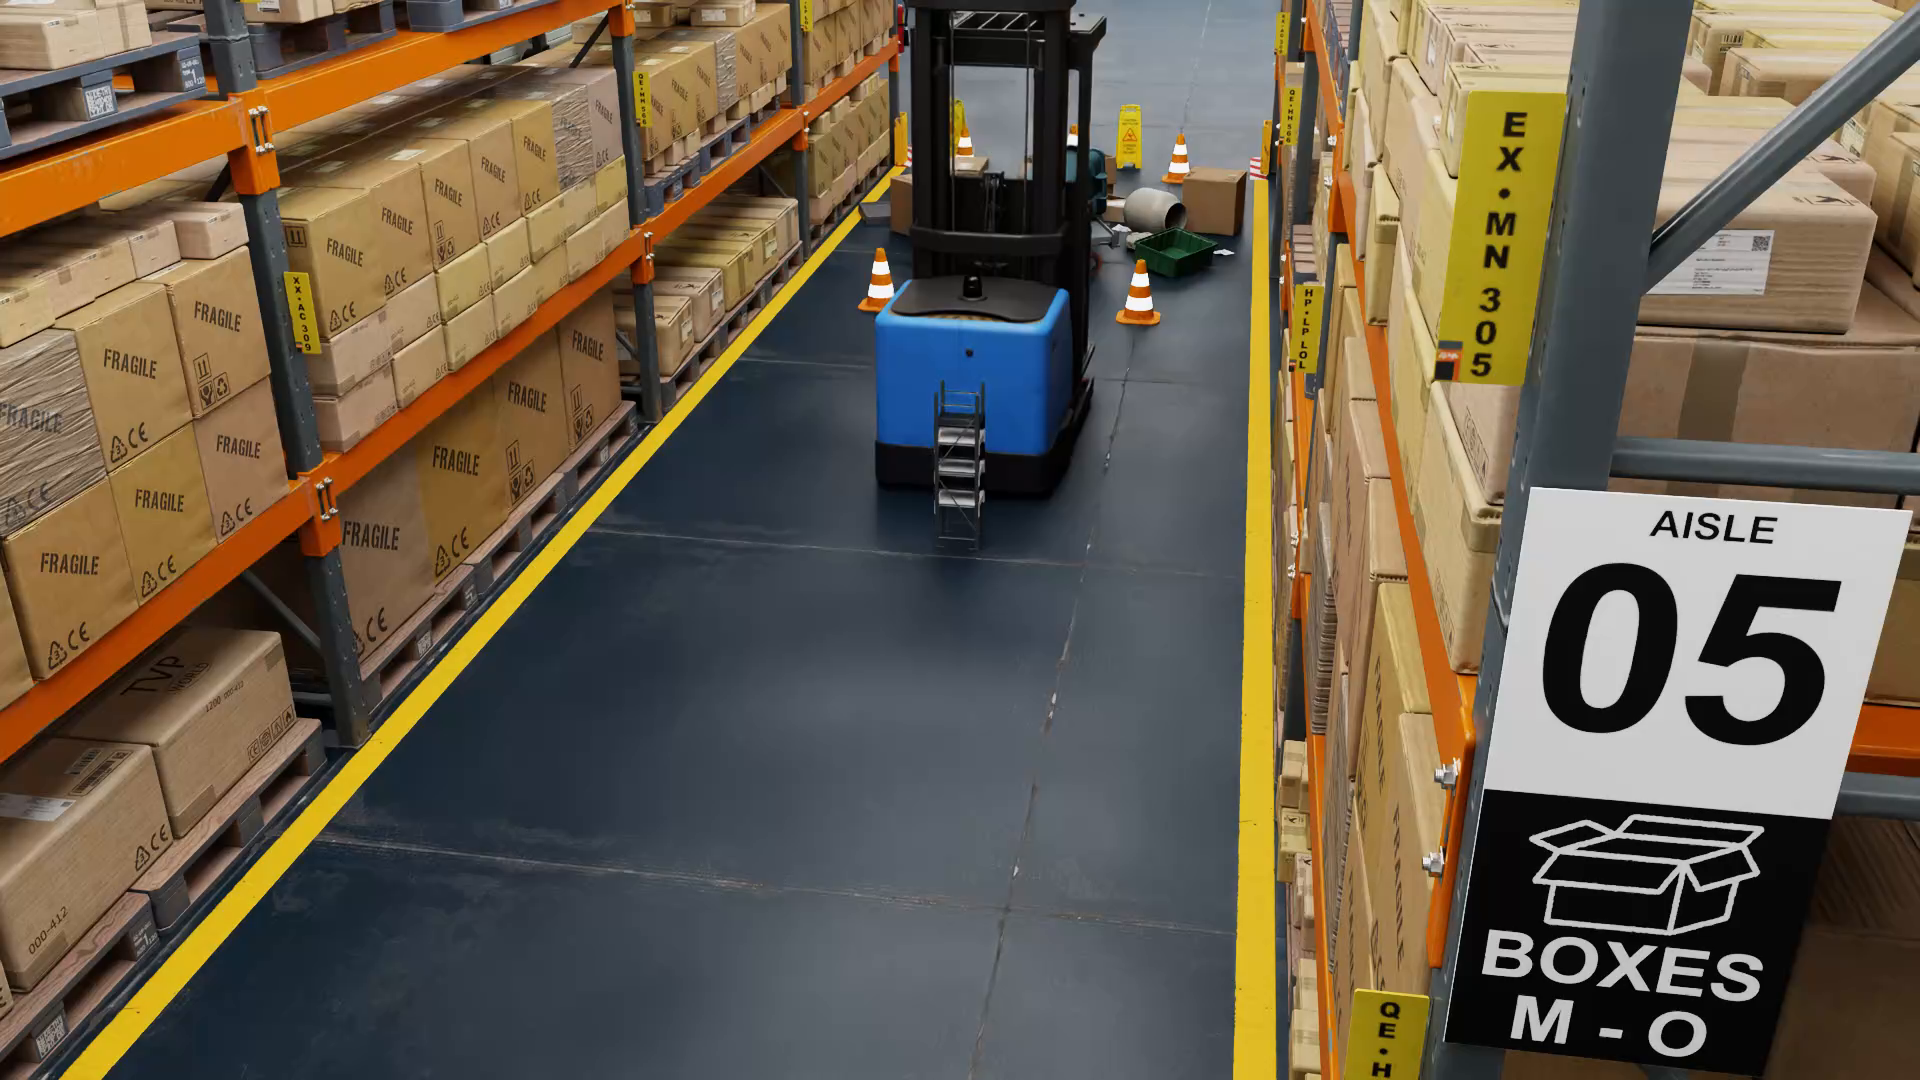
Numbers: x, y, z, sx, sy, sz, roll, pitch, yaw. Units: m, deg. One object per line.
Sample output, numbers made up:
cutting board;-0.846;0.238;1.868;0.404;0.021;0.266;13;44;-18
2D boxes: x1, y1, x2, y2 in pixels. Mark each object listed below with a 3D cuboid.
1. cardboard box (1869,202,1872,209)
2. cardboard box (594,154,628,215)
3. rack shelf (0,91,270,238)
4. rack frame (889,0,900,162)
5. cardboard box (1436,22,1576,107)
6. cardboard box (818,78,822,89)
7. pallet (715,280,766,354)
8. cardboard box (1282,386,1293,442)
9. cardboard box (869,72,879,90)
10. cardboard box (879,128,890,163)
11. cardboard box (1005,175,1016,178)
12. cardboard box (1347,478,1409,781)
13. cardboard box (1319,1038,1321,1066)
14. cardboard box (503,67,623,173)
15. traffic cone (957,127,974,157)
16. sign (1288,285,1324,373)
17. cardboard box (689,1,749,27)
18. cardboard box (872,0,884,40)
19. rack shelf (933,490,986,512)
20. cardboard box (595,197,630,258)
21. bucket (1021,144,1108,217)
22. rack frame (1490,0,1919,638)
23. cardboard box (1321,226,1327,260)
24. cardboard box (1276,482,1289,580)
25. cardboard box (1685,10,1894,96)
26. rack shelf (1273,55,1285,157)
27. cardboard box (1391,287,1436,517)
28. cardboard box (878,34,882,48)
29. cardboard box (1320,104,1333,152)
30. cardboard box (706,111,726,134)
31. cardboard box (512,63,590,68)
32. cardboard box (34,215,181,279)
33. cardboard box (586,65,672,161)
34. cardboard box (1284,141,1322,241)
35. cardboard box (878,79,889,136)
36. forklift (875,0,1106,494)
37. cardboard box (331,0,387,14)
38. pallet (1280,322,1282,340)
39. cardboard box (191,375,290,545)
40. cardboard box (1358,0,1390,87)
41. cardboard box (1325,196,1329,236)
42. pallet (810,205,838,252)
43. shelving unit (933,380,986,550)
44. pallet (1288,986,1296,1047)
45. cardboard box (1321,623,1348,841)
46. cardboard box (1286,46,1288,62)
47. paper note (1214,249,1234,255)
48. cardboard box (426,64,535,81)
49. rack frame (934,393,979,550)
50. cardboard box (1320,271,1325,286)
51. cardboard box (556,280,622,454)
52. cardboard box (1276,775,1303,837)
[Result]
cardboard box;1.547;-0.421;2.660;0.500;0.250;0.500;4;25;8
cardboard box;-2.287;-2.105;9.796;0.500;0.250;0.500;4;25;8
rack shelf;-3.439;-0.690;4.496;1.077;0.370;4.000;4;25;9
rack frame;-1.151;-5.512;17.488;1.000;3.000;0.127;4;25;9
cardboard box;1.139;-0.910;3.235;0.380;0.149;0.250;5;25;10
cardboard box;-1.433;-4.058;14.677;0.380;0.149;0.250;4;25;8
pallet;-2.127;-1.739;12.716;1.003;0.211;1.213;4;25;9
cardboard box;1.914;-0.574;8.506;0.500;0.250;0.500;4;25;9
cardboard box;-1.018;-4.579;16.593;0.380;0.149;0.250;5;26;10
cardboard box;-1.021;-4.090;17.199;0.500;0.250;0.500;4;25;8
cardboard box;0.628;-3.533;16.623;0.380;0.149;0.250;19;31;35
cardboard box;1.123;0.209;3.618;0.500;0.500;0.500;5;26;11
cardboard box;1.247;1.420;4.843;0.380;0.149;0.250;4;25;9
cardboard box;-2.285;-2.430;9.606;0.500;0.500;0.500;3;25;7
traffic cone;0.051;-4.094;17.451;0.336;0.463;0.334;4;25;9
sign;1.240;-0.754;5.957;0.100;0.325;0.005;4;25;9
cardboard box;-1.779;-3.889;12.291;0.380;0.149;0.250;3;25;6
cardboard box;-1.054;-5.237;16.432;0.500;0.500;0.500;4;25;9
rack shelf;-0.001;-0.211;9.142;0.258;0.077;0.200;4;25;9
cardboard box;-2.285;-1.869;9.882;0.500;0.250;0.500;3;25;7
bucket;0.843;-2.961;14.106;0.726;0.611;0.620;13;38;26
rack frame;1.134;-1.237;1.278;1.000;3.000;0.127;4;25;9
cardboard box;1.999;-1.454;8.267;0.380;0.149;0.250;4;25;9
cardboard box;1.833;-0.007;8.179;0.500;0.500;0.500;3;25;7
cardboard box;1.695;-0.985;3.394;0.380;0.149;0.250;5;26;10
rack shelf;3.422;-4.049;15.211;1.077;0.370;4.000;4;25;9
cardboard box;1.024;-0.233;2.848;0.500;0.250;0.500;4;25;9
cardboard box;-0.996;-5.008;16.707;0.380;0.149;0.250;4;25;8
cardboard box;2.525;-2.551;9.864;0.700;0.500;0.500;4;25;8
cardboard box;-1.910;-3.039;12.004;0.380;0.149;0.250;5;26;10
cardboard box;-2.658;-2.746;10.614;0.500;0.500;0.500;3;25;7
cardboard box;-2.999;-1.032;5.854;0.380;0.149;0.250;5;25;10
cardboard box;-2.156;-2.709;10.535;0.500;0.500;0.500;3;25;7
cardboard box;2.250;-2.118;10.119;0.500;0.500;0.500;4;25;9
cardboard box;-1.025;-4.444;17.069;0.500;0.500;0.500;4;25;9
forklift;0.294;-2.195;10.483;1.130;2.935;3.031;5;26;10
cardboard box;-2.682;-2.436;6.765;0.500;0.500;0.500;4;25;8
pallet;2.847;-1.436;12.069;1.003;0.211;1.213;4;25;9
cardboard box;-2.936;-0.327;6.293;0.500;0.500;0.500;4;25;9
cardboard box;1.473;-1.525;5.019;0.500;0.250;0.500;5;26;10
cardboard box;2.003;-1.593;8.214;0.380;0.149;0.250;5;26;11
pallet;-1.730;-2.860;15.111;1.003;0.211;1.213;4;25;9
shelving unit;-0.001;-0.404;9.052;0.258;0.900;0.210;4;25;9
pallet;1.516;1.865;5.016;1.003;0.211;1.213;4;25;9
cardboard box;1.208;0.459;4.263;0.500;0.500;0.500;5;26;11
cardboard box;3.404;-4.440;15.020;0.875;0.550;0.500;4;25;9
paper note;2.312;-2.538;14.636;0.147;0.020;0.142;-14;29;-27
cardboard box;-2.780;-2.475;9.702;0.500;0.500;0.500;3;25;7
rack frame;-0.018;-0.362;8.961;0.240;0.900;0.006;4;25;9
cardboard box;1.955;-1.214;8.107;0.380;0.149;0.250;4;25;9
cardboard box;-2.653;-1.111;10.097;0.875;0.875;0.875;4;25;8
cardboard box;1.412;1.038;6.361;0.380;0.149;0.250;3;25;6
